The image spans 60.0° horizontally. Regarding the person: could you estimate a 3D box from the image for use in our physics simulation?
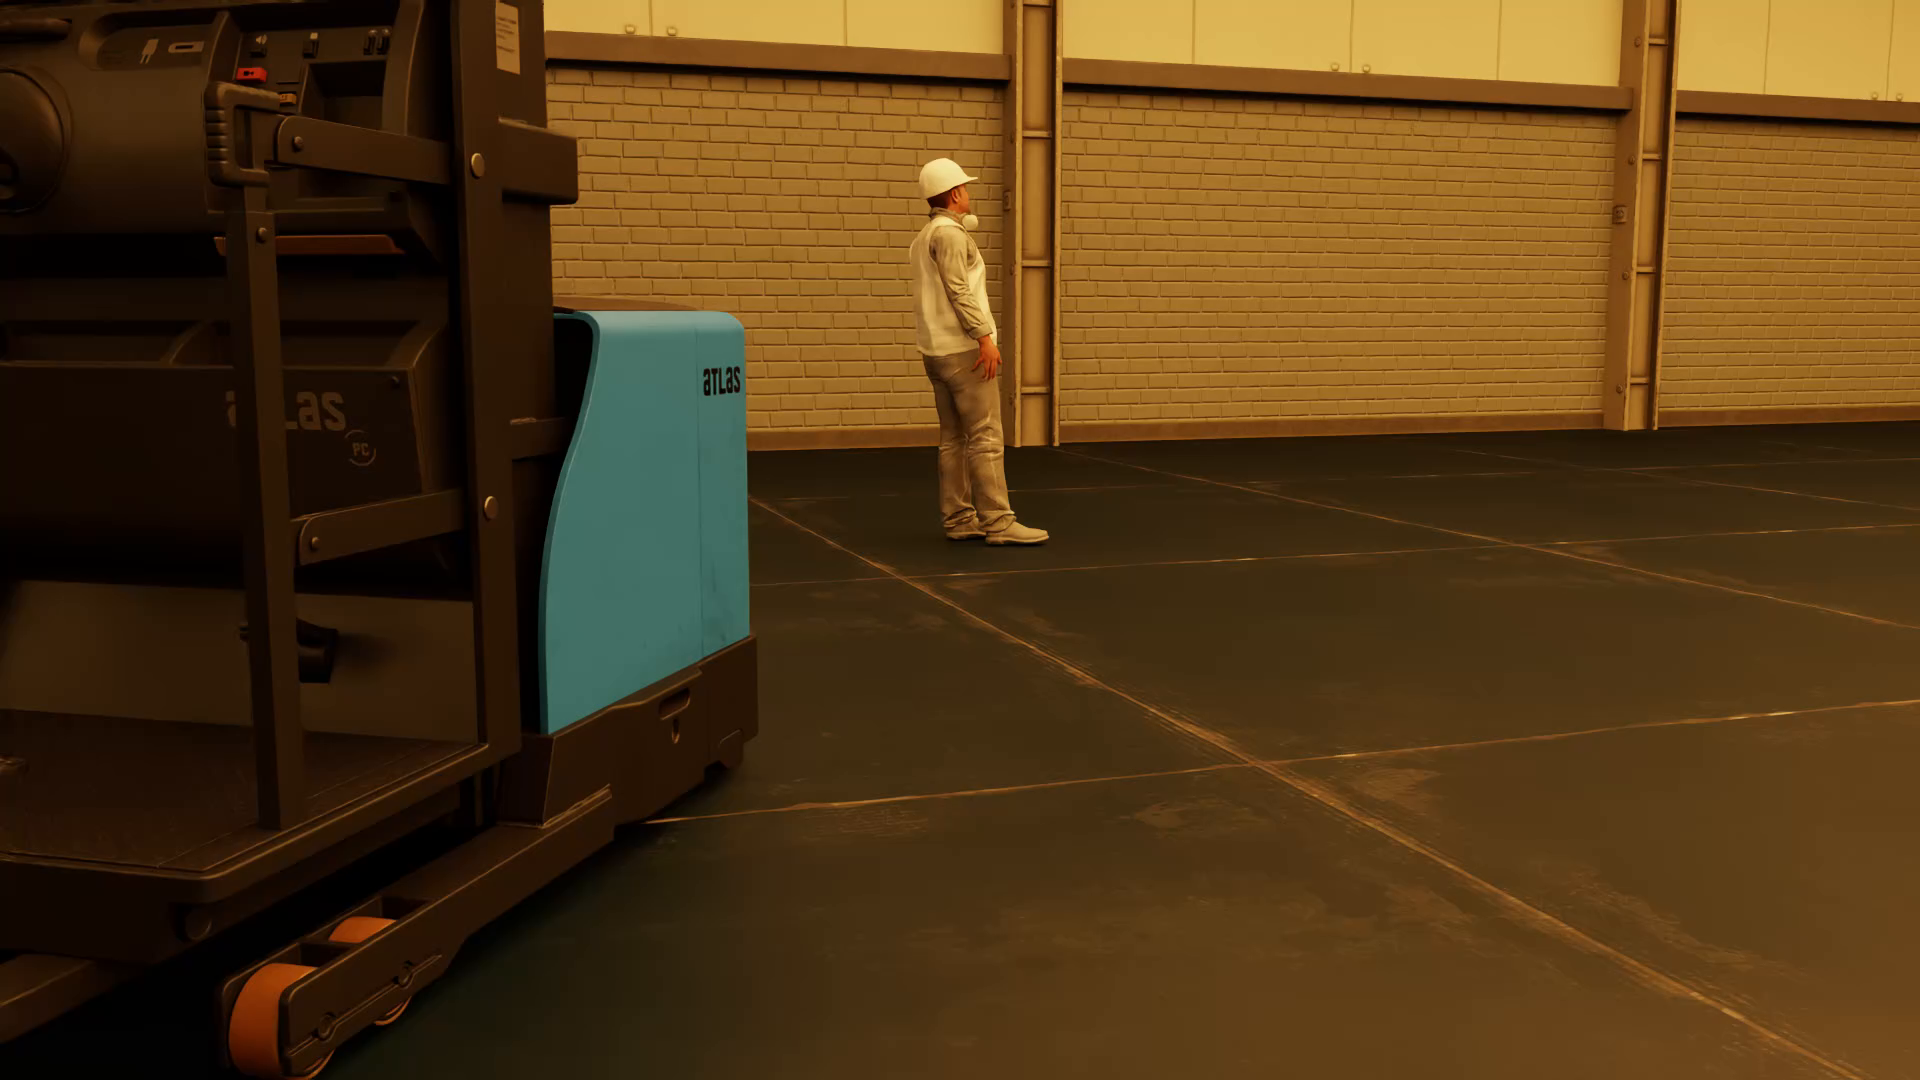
[{"bbox_3d":[0.061,-0.888,7.815,0.568,1.773,0.632,-3,8,-18],"label":"person"}]

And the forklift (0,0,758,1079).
[{"bbox_3d":[-1.355,-0.749,2.550,1.130,2.935,3.031,2,8,15],"label":"forklift"}]
